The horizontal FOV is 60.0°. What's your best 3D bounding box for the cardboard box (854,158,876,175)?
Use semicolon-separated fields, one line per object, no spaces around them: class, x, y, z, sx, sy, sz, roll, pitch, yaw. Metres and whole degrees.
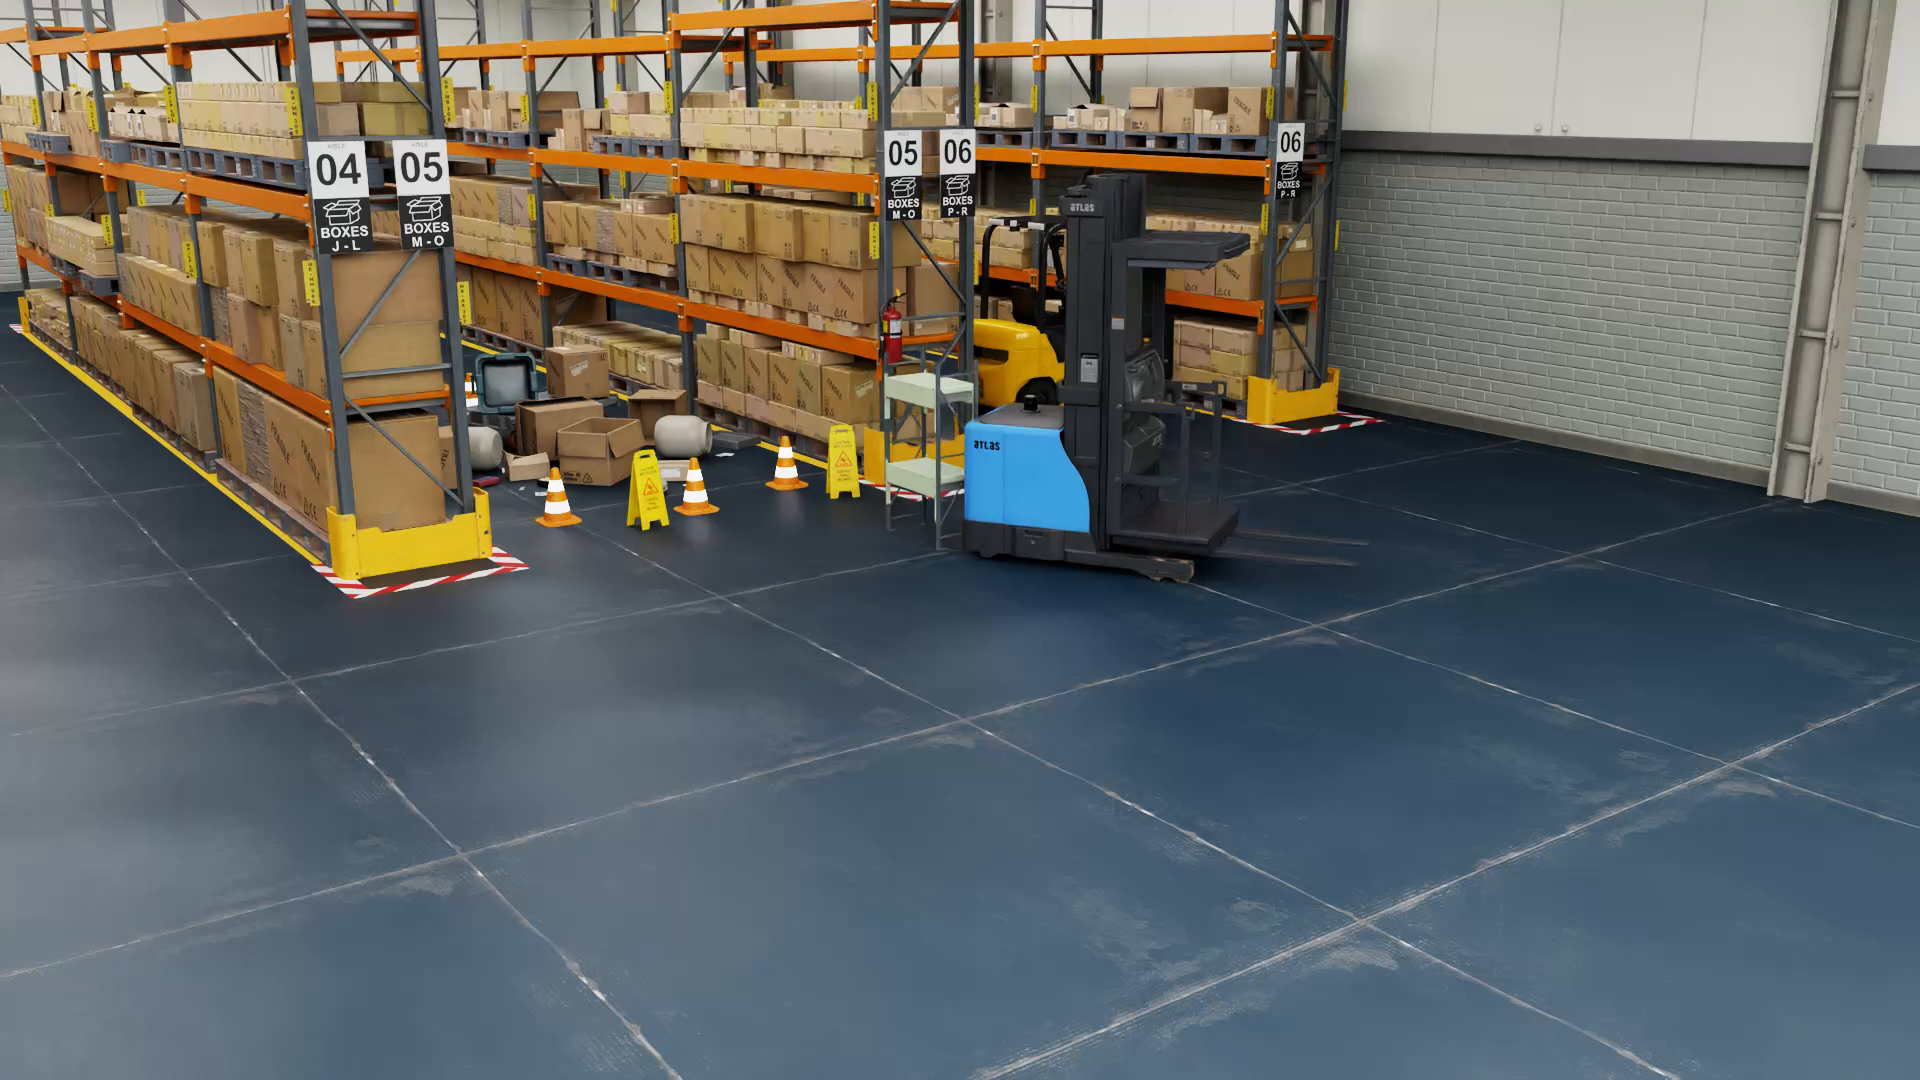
cardboard box;-0.744;-3.420;15.182;0.380;0.149;0.250;-11;19;-34

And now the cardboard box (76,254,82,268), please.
cardboard box;-10.218;-3.314;19.683;0.380;0.149;0.250;-12;19;-37

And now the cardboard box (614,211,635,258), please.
cardboard box;-3.709;-3.589;19.460;0.500;0.500;0.500;-10;18;-33

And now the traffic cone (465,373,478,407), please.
traffic cone;-5.501;-1.646;18.713;0.336;0.463;0.334;-11;19;-35

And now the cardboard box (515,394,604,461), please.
cardboard box;-3.945;-1.103;16.396;0.797;0.637;0.503;-11;19;-35

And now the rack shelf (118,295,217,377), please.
rack shelf;-7.781;-2.206;17.315;1.077;0.370;4.000;-11;19;-35

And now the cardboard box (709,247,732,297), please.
cardboard box;-2.313;-2.866;17.613;0.500;0.500;0.500;-11;19;-35

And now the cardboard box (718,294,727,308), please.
cardboard box;-2.363;-2.579;17.794;0.380;0.149;0.250;-11;19;-35

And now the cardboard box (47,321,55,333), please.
cardboard box;-12.691;-3.026;23.553;0.380;0.149;0.250;-11;19;-35

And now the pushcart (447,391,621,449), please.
pushcart;-4.475;-1.286;17.560;0.936;0.377;1.648;10;18;33

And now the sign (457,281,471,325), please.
sign;-3.800;-1.812;12.724;0.100;0.325;0.005;-11;19;-35

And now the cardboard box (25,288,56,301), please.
cardboard box;-13.627;-3.638;24.663;0.380;0.149;0.250;-12;19;-37

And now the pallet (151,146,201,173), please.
pallet;-7.184;-3.668;15.976;0.805;0.209;1.217;-12;19;-37

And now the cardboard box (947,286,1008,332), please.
cardboard box;0.143;-3.181;23.218;0.875;0.625;0.625;-12;19;-37

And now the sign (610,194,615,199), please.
sign;-4.579;-4.376;21.839;0.100;0.325;0.005;-11;19;-35

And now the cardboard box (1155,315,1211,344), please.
cardboard box;2.572;-2.455;19.384;0.500;0.250;0.500;-11;19;-34

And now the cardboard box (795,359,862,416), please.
cardboard box;-1.300;-1.541;16.516;0.500;0.500;0.500;-10;18;-33

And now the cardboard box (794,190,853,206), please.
cardboard box;-2.109;-5.113;25.584;0.797;0.503;0.637;-11;19;-36

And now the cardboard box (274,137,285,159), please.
cardboard box;-4.870;-2.920;12.372;0.380;0.149;0.250;-11;19;-34

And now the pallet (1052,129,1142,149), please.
pallet;1.875;-4.913;20.329;1.003;0.211;1.213;-11;19;-35

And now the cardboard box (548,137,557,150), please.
cardboard box;-4.964;-5.001;20.961;0.380;0.149;0.250;-11;19;-35

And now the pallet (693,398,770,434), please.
pallet;-2.237;-1.432;18.410;1.003;0.211;1.213;-11;19;-35

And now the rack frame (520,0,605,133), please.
rack frame;-5.012;-6.663;20.874;1.000;3.000;0.127;-11;19;-35

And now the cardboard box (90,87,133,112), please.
cardboard box;-9.405;-4.890;18.438;0.396;0.266;0.258;-11;19;-35

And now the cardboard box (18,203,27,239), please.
cardboard box;-13.285;-4.630;24.059;0.500;0.500;0.500;-11;19;-34

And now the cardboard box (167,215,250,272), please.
cardboard box;-7.502;-2.979;16.693;0.700;0.500;0.500;-11;19;-34

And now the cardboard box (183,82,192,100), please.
cardboard box;-6.515;-3.902;14.448;0.380;0.149;0.250;-11;19;-35

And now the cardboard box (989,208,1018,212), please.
cardboard box;0.613;-4.436;22.685;0.380;0.149;0.250;-11;19;-35

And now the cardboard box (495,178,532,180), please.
cardboard box;-6.306;-4.877;23.630;0.500;0.500;0.500;-10;18;-33

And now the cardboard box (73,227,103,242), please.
cardboard box;-10.212;-3.600;19.601;0.380;0.149;0.250;-11;19;-35

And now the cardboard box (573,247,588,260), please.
cardboard box;-4.564;-3.559;20.580;0.380;0.149;0.250;-11;19;-34

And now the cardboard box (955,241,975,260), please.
cardboard box;0.277;-3.899;22.422;0.500;0.250;0.500;-11;19;-34

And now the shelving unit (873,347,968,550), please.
shelving unit;-0.321;-0.758;13.505;0.431;1.500;0.755;-11;19;-34

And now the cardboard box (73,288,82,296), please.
cardboard box;-13.043;-3.666;24.766;0.380;0.149;0.250;-10;18;-33

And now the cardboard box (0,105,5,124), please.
cardboard box;-13.607;-6.167;24.082;0.500;0.250;0.500;-11;18;-34

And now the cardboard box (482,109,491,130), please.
cardboard box;-6.105;-5.594;22.109;0.396;0.266;0.258;-11;19;-36

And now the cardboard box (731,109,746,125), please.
cardboard box;-2.095;-4.293;16.864;0.380;0.149;0.250;-12;19;-36

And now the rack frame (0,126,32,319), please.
rack frame;-13.660;-4.688;25.022;1.000;3.000;0.127;-11;19;-35

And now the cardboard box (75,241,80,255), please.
cardboard box;-10.222;-3.459;19.648;0.380;0.149;0.250;-11;19;-35

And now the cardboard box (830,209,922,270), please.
cardboard box;-0.785;-2.810;15.515;0.700;0.500;0.500;-11;19;-36

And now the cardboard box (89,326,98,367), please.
cardboard box;-10.457;-2.409;20.636;0.500;0.500;0.500;-10;18;-34

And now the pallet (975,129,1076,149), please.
pallet;0.824;-5.227;21.674;0.805;0.209;1.217;-12;19;-37

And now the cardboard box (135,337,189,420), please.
cardboard box;-8.155;-1.767;17.816;1.050;0.750;0.750;-11;19;-34

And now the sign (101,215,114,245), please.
sign;-9.390;-3.414;18.323;0.100;0.325;0.005;-11;19;-35

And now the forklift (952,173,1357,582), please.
forklift;1.504;-1.259;12.624;3.031;2.935;1.130;6;16;21

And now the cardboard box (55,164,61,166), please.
cardboard box;-13.190;-5.303;24.621;0.500;0.500;0.500;-11;19;-36

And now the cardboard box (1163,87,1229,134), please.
cardboard box;2.726;-4.869;18.828;0.700;0.500;0.500;-11;19;-34

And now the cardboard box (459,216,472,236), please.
cardboard box;-6.729;-4.436;23.438;0.500;0.250;0.500;-11;19;-34

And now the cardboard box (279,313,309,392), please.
cardboard box;-4.849;-1.530;13.200;0.875;0.550;0.550;-11;19;-35

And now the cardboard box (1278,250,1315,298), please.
cardboard box;3.638;-3.030;18.774;0.500;0.500;0.500;-10;18;-33

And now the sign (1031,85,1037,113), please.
sign;0.919;-5.448;20.542;0.100;0.325;0.005;-11;19;-35

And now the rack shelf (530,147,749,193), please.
rack shelf;-3.836;-4.442;19.805;1.077;0.370;4.000;-11;19;-35

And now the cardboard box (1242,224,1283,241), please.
cardboard box;3.323;-3.381;18.265;0.380;0.149;0.250;-11;19;-34

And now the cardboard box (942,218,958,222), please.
cardboard box;-0.022;-4.399;22.548;0.380;0.149;0.250;-11;19;-36

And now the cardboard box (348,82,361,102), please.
cardboard box;-4.489;-3.461;12.838;0.380;0.149;0.250;-11;19;-35
